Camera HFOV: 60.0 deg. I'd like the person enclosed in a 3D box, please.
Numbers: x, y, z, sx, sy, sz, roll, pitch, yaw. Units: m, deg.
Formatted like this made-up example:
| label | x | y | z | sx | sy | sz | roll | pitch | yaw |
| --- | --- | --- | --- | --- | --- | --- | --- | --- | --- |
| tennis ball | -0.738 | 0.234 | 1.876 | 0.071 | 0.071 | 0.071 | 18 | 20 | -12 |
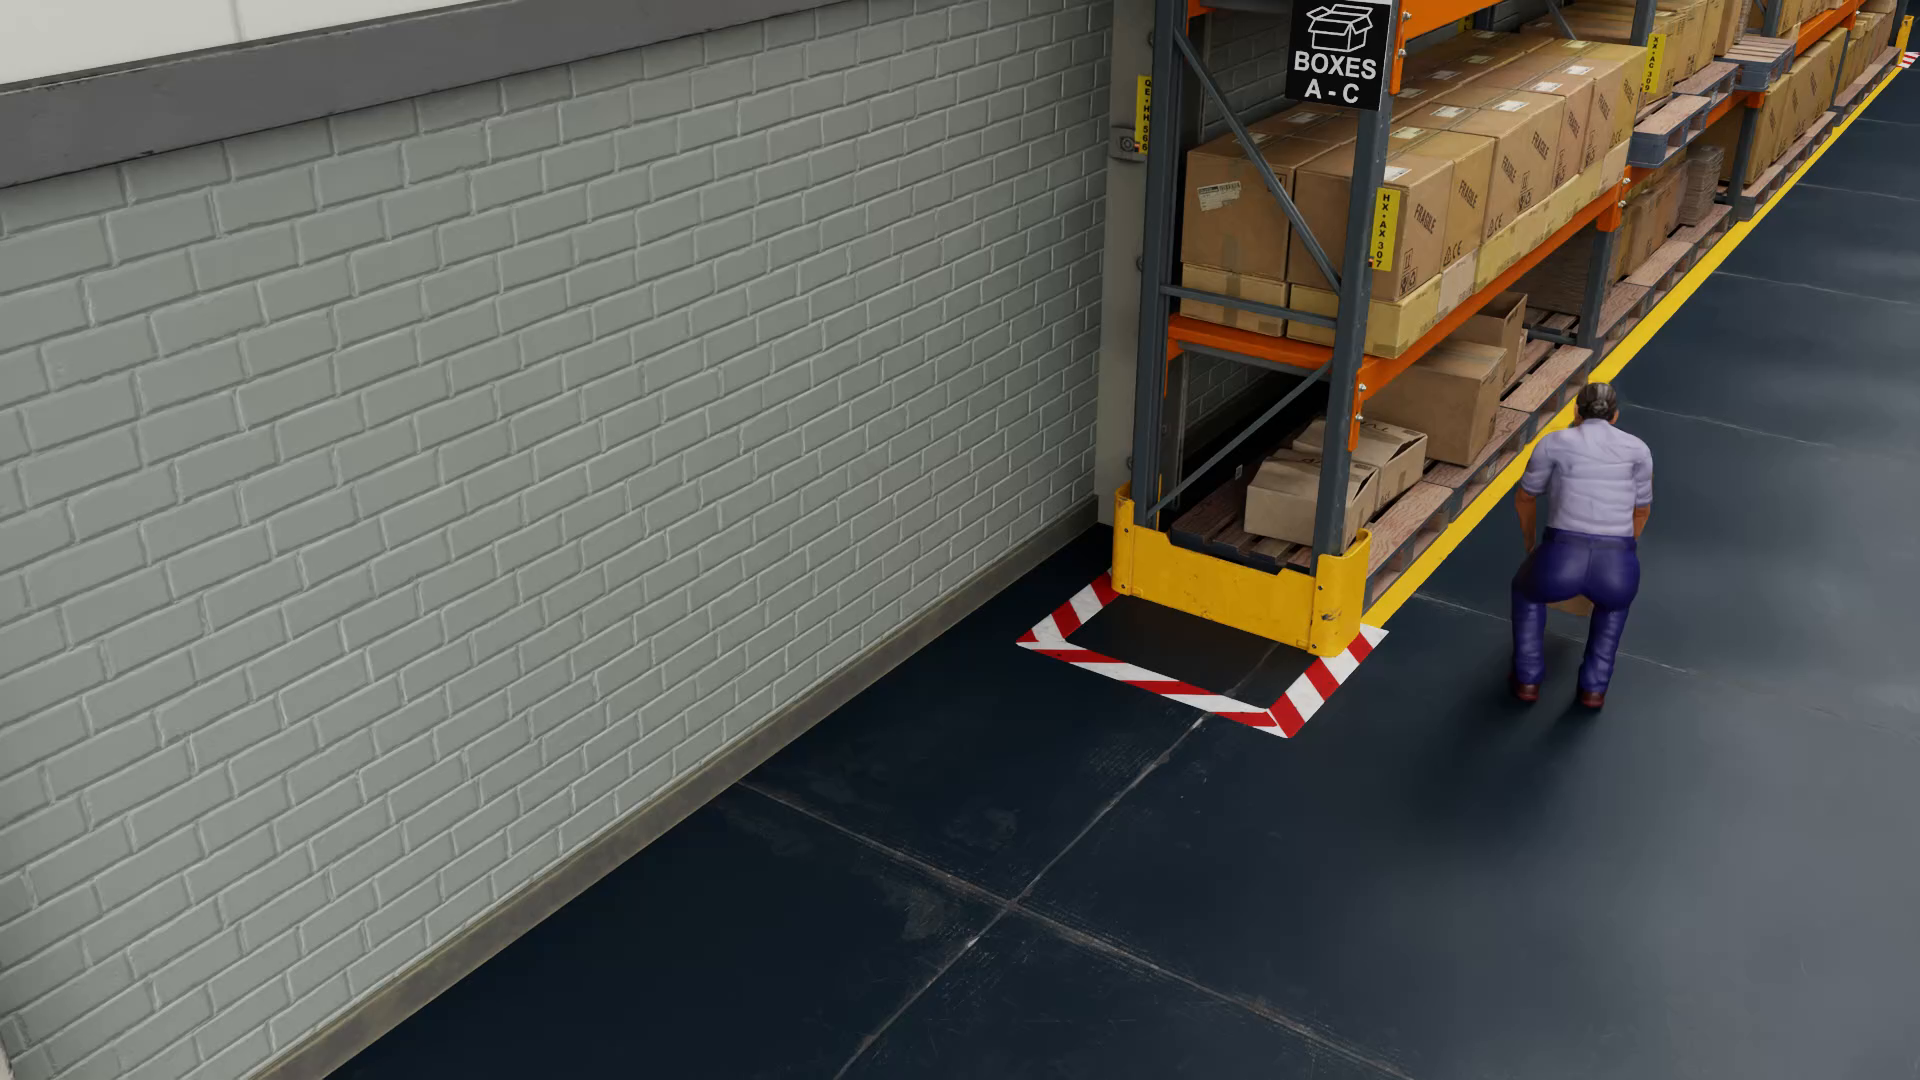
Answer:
| label | x | y | z | sx | sy | sz | roll | pitch | yaw |
| --- | --- | --- | --- | --- | --- | --- | --- | --- | --- |
| person | 2.555 | 0.056 | 6.915 | 0.535 | 1.302 | 0.687 | 9 | 28 | 17 |
